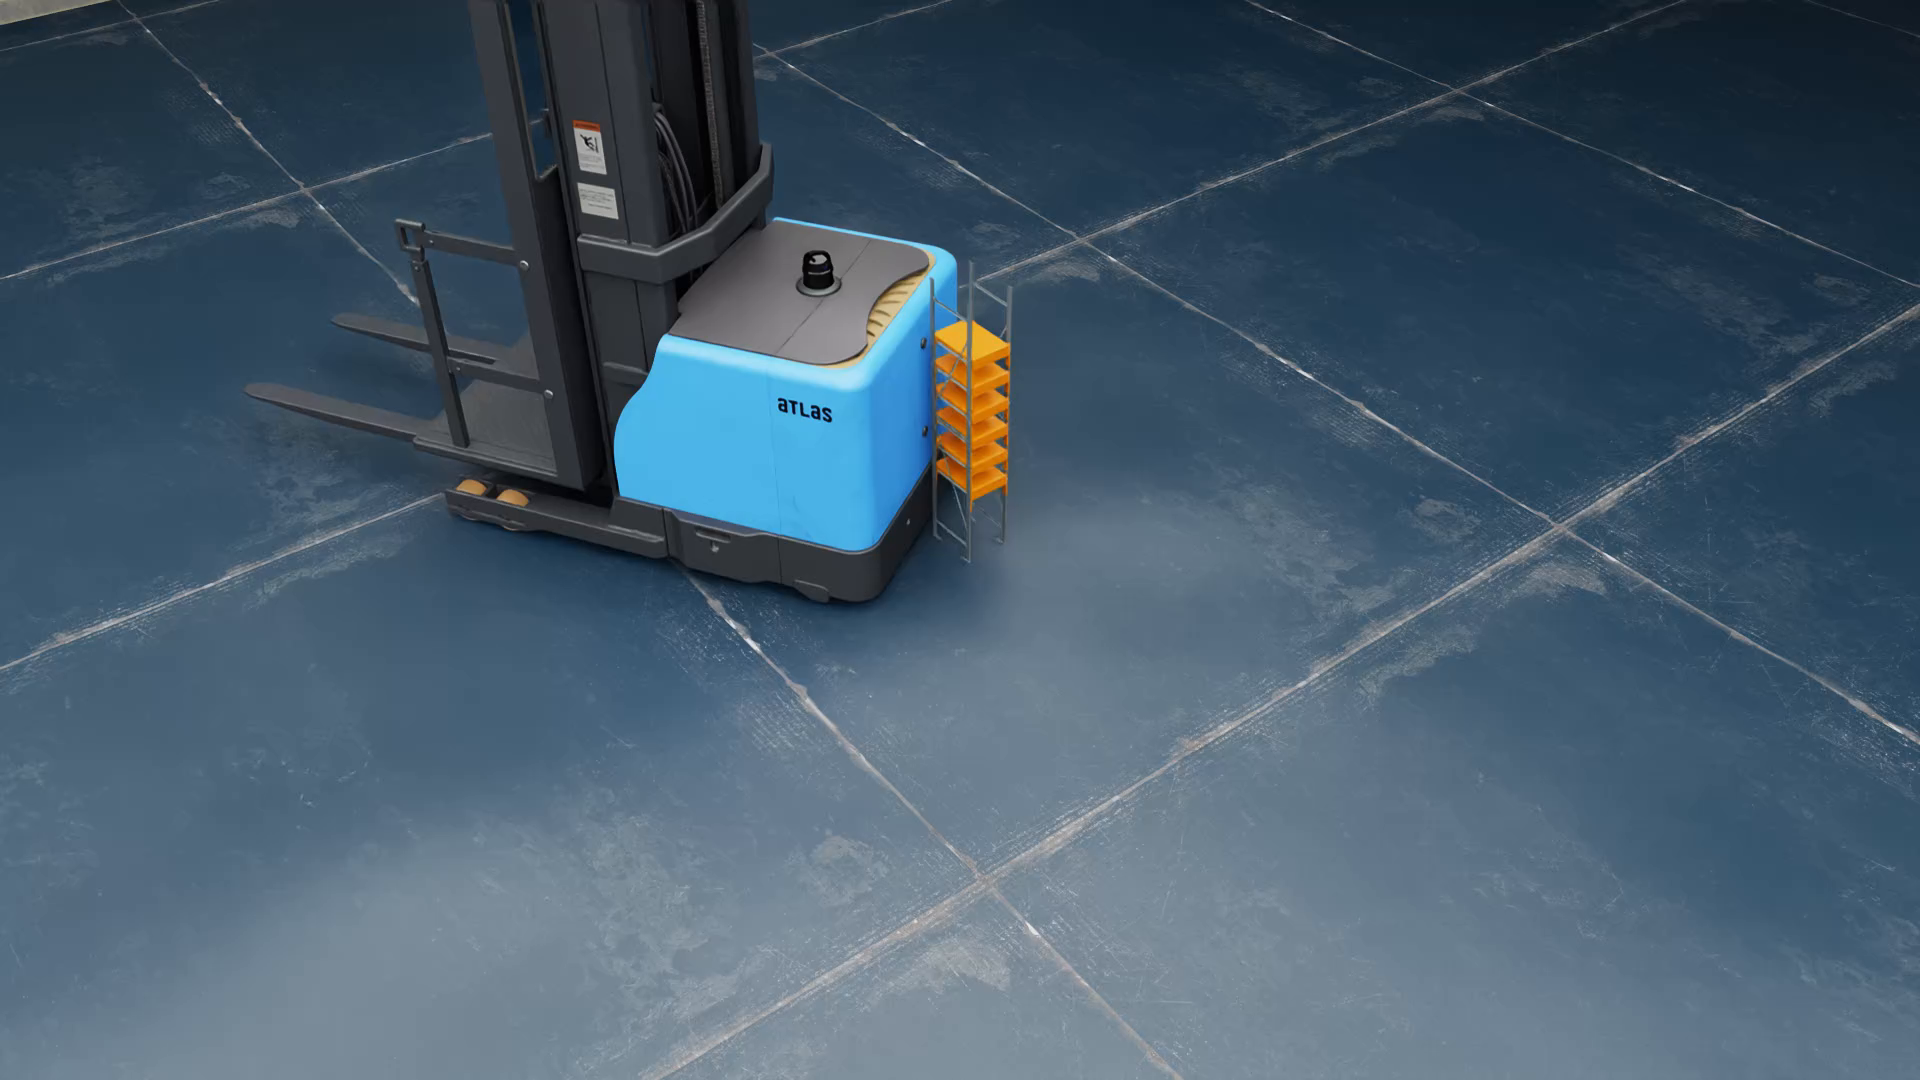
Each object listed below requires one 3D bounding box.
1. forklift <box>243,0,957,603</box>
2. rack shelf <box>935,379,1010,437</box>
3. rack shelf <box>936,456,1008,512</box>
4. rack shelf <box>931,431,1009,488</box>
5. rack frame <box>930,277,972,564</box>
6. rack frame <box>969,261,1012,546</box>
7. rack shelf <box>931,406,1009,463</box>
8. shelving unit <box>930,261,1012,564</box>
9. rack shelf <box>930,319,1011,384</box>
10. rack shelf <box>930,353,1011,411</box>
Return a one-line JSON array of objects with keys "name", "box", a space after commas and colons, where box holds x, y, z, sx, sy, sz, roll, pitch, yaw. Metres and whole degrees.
[{"name": "forklift", "box": [-1.569, -1.469, 6.230, 3.031, 2.935, 1.130, 13, 41, 16]}, {"name": "rack shelf", "box": [0.038, -0.522, 6.321, 0.180, 0.103, 0.258, -26, 46, -28]}, {"name": "rack shelf", "box": [0.038, -0.244, 6.550, 0.180, 0.103, 0.258, -26, 46, -28]}, {"name": "rack shelf", "box": [0.038, -0.337, 6.474, 0.180, 0.103, 0.258, -26, 46, -28]}, {"name": "rack frame", "box": [-0.034, -0.428, 6.326, 0.006, 1.200, 0.240, -26, 46, -28]}, {"name": "rack frame", "box": [0.110, -0.500, 6.413, 0.006, 1.200, 0.240, -26, 46, -28]}, {"name": "rack shelf", "box": [0.038, -0.430, 6.398, 0.180, 0.103, 0.258, -26, 46, -28]}, {"name": "shelving unit", "box": [0.038, -0.464, 6.369, 0.189, 1.200, 0.258, -26, 46, -28]}, {"name": "rack shelf", "box": [0.038, -0.708, 6.169, 0.180, 0.103, 0.258, -26, 46, -28]}, {"name": "rack shelf", "box": [0.038, -0.615, 6.245, 0.180, 0.103, 0.258, -26, 46, -28]}]
